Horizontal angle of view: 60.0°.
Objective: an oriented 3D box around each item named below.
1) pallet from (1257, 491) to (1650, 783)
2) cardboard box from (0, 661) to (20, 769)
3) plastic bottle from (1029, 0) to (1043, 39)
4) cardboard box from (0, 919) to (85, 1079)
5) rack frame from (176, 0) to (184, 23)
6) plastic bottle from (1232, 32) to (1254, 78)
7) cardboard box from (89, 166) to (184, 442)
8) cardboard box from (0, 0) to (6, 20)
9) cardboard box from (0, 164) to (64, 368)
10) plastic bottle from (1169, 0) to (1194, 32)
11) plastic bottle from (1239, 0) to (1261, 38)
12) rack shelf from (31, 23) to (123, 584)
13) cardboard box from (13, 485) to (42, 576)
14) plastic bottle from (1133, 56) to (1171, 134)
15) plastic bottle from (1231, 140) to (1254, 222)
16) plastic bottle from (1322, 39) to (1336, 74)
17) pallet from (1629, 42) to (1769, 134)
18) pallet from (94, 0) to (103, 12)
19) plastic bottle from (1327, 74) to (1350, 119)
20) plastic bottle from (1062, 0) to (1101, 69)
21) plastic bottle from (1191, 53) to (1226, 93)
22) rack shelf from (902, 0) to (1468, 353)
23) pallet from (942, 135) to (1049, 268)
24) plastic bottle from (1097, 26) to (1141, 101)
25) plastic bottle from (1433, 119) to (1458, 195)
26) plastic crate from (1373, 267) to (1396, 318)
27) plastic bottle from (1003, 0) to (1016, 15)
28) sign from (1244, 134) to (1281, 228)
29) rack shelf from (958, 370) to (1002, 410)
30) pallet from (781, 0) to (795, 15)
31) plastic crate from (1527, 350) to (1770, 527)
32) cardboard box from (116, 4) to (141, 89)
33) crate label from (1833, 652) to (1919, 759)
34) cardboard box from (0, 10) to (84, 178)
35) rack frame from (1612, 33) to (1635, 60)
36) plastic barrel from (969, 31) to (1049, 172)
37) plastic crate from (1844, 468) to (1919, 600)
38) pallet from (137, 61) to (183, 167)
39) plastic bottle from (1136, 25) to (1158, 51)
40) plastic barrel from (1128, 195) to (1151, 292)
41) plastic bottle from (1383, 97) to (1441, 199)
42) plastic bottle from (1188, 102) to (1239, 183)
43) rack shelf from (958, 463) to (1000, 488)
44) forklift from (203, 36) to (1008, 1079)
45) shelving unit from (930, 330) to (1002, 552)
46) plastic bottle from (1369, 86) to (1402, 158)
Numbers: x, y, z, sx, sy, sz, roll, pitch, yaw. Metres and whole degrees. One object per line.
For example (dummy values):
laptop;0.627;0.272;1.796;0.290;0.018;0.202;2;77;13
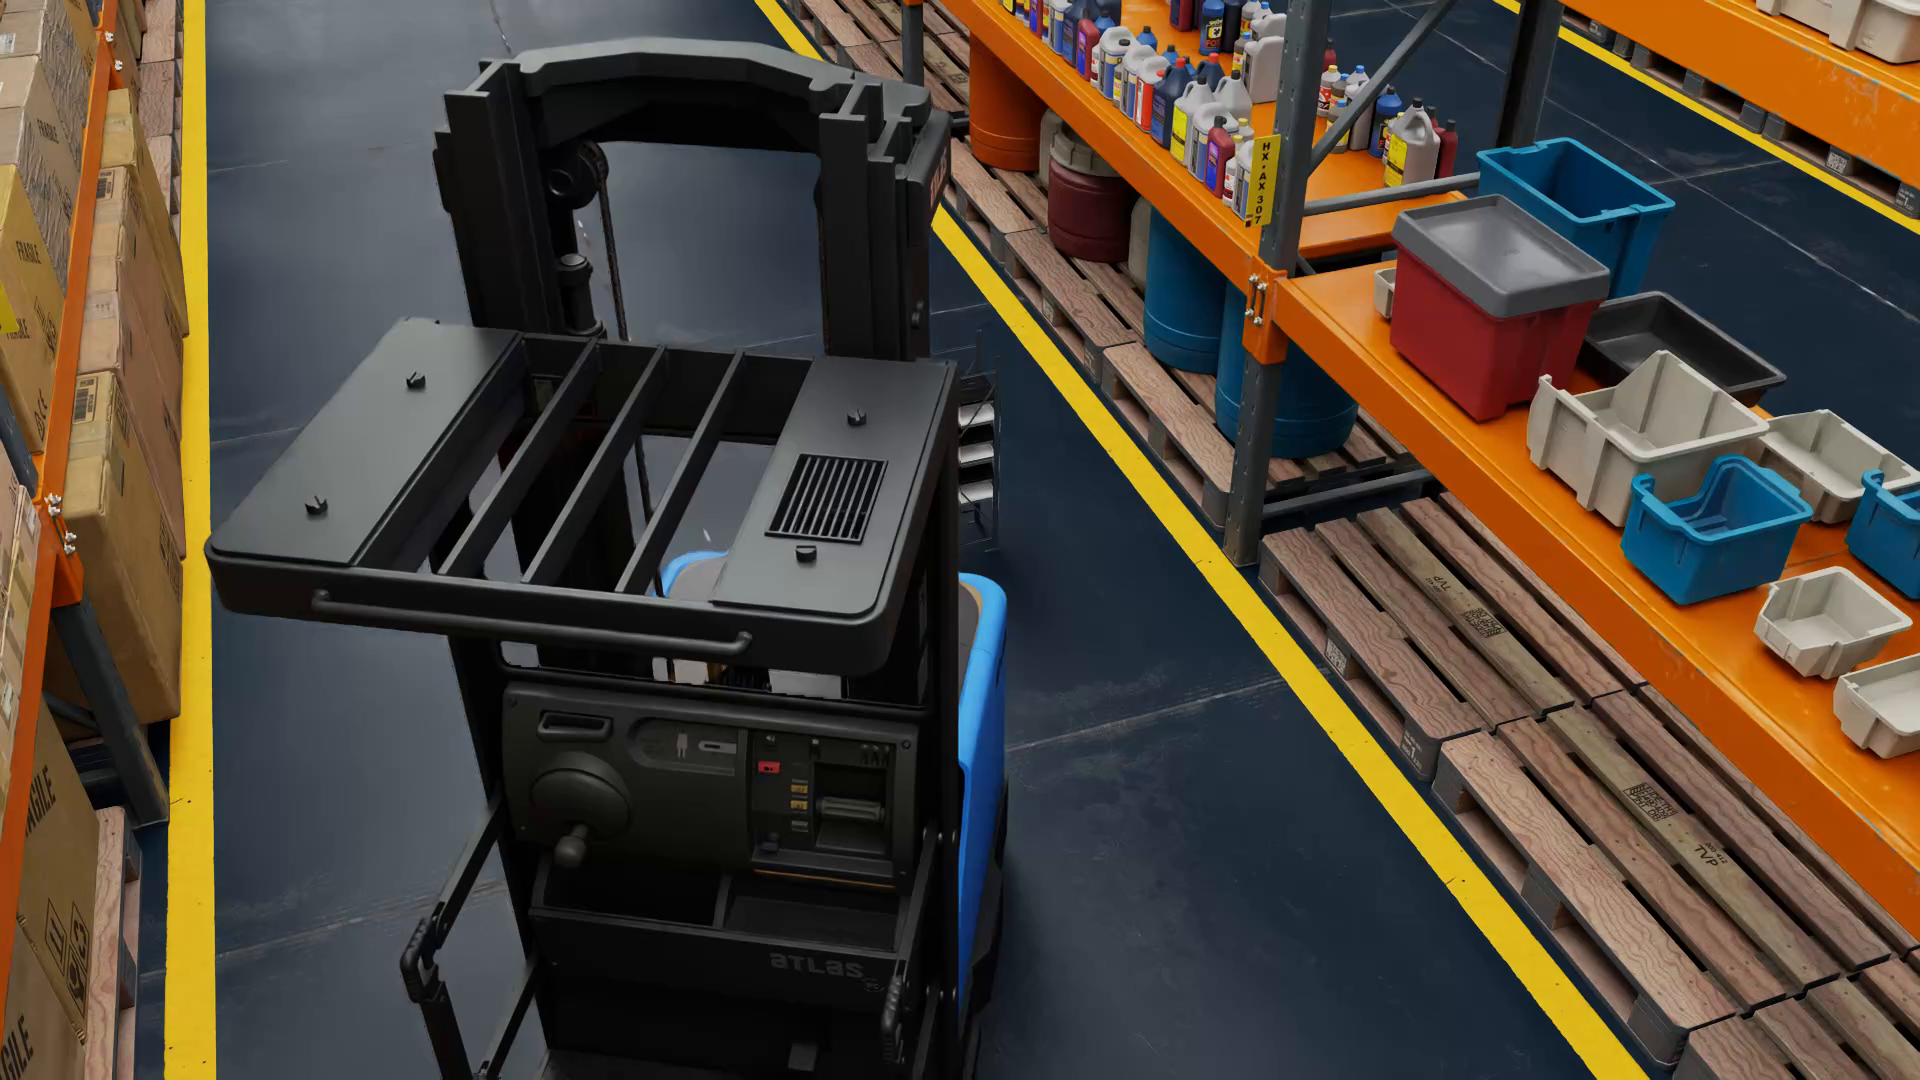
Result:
pallet;1.833;0.304;6.171;1.003;0.211;1.213;-12;39;-16
cardboard box;-2.429;0.449;3.870;0.380;0.149;0.250;-12;39;-15
plastic bottle;0.367;-2.457;7.615;0.061;0.283;0.133;-12;39;-16
cardboard box;-2.646;1.387;3.832;0.875;0.875;0.875;-12;39;-16
rack frame;-5.860;-4.711;10.511;1.000;3.000;0.127;-12;39;-16
plastic bottle;1.232;-2.096;7.205;0.097;0.201;0.097;0;37;0
cardboard box;-3.966;-0.871;6.830;1.225;0.875;0.875;-12;39;-16
cardboard box;-4.026;-2.107;6.137;0.797;0.503;0.637;-12;39;-15
cardboard box;-3.205;-0.827;5.272;0.500;0.500;0.500;-12;39;-16
plastic bottle;1.028;-2.510;7.686;0.061;0.283;0.133;-12;39;-16
plastic bottle;1.295;-2.286;7.399;0.097;0.271;0.097;0;37;0
rack shelf;-3.796;-1.034;6.228;1.077;0.370;4.000;-12;39;-16
cardboard box;-2.695;0.013;4.448;0.380;0.149;0.250;-12;39;-16
plastic bottle;0.805;-1.815;6.769;0.152;0.276;0.135;-12;39;-16
plastic bottle;1.104;-1.323;6.117;0.152;0.276;0.135;-12;39;-16
plastic bottle;1.512;-1.968;6.966;0.061;0.283;0.133;-12;39;-16
pallet;5.040;-2.957;10.500;1.003;0.211;1.213;-12;39;-16
pallet;-4.829;-2.755;8.074;1.213;0.211;1.003;-12;39;-16
plastic bottle;1.568;-1.811;6.826;0.097;0.201;0.097;0;37;0
plastic bottle;0.540;-2.271;7.313;0.144;0.351;0.185;-12;39;-16
plastic bottle;0.991;-1.783;6.665;0.144;0.351;0.185;-12;39;-16
rack shelf;0.855;-2.060;7.589;1.077;0.370;4.000;-12;39;-16
pallet;0.477;-1.926;9.132;1.003;0.211;1.213;-12;39;-16
plastic bottle;0.679;-2.022;7.044;0.152;0.276;0.135;-12;39;-16
plastic bottle;1.817;-1.466;6.300;0.061;0.283;0.133;-12;39;-16
plastic crate;1.569;-0.843;5.546;0.396;0.136;0.243;-12;39;-16
plastic bottle;0.254;-2.642;7.861;0.061;0.283;0.133;-12;39;-16
sign;1.026;-1.215;5.640;0.100;0.325;0.005;-12;39;-16
rack shelf;0.003;-0.544;6.331;0.258;0.077;0.200;-12;39;-16
pallet;-0.903;-4.187;12.133;1.003;0.211;1.213;-12;39;-16
plastic crate;1.896;-0.293;4.695;0.437;0.282;0.530;-12;39;-16
cardboard box;-5.330;-2.948;9.882;0.700;0.500;0.500;-16;40;-20
crate label;2.264;0.382;3.920;0.396;0.136;0.243;-12;39;-16
cardboard box;-3.734;-1.688;6.415;0.500;0.500;0.500;-14;39;-17
rack frame;4.819;-4.500;10.231;1.000;3.000;0.127;-12;39;-16
plastic barrel;0.351;-2.505;9.037;0.600;0.830;0.708;-12;39;-16
plastic crate;2.587;-0.036;4.394;0.416;0.233;0.300;-12;39;-16
pallet;-5.167;-2.467;9.850;1.003;0.211;1.213;-12;39;-16
plastic bottle;0.789;-2.056;7.094;0.097;0.271;0.097;0;37;0
plastic barrel;1.018;-1.440;7.887;0.421;0.512;0.421;0;37;0
plastic bottle;1.712;-1.486;6.271;0.144;0.351;0.185;-12;39;-16
plastic bottle;0.978;-1.530;6.391;0.152;0.276;0.135;-12;39;-16
rack shelf;0.003;-0.256;6.547;0.258;0.077;0.200;-12;39;-16
forklift;-0.585;0.622;3.488;1.130;2.935;3.031;5;37;7
shelving unit;0.003;-0.355;6.473;0.258;0.900;0.210;-12;39;-16
plastic bottle;1.681;-1.653;6.558;0.097;0.271;0.097;0;37;0
